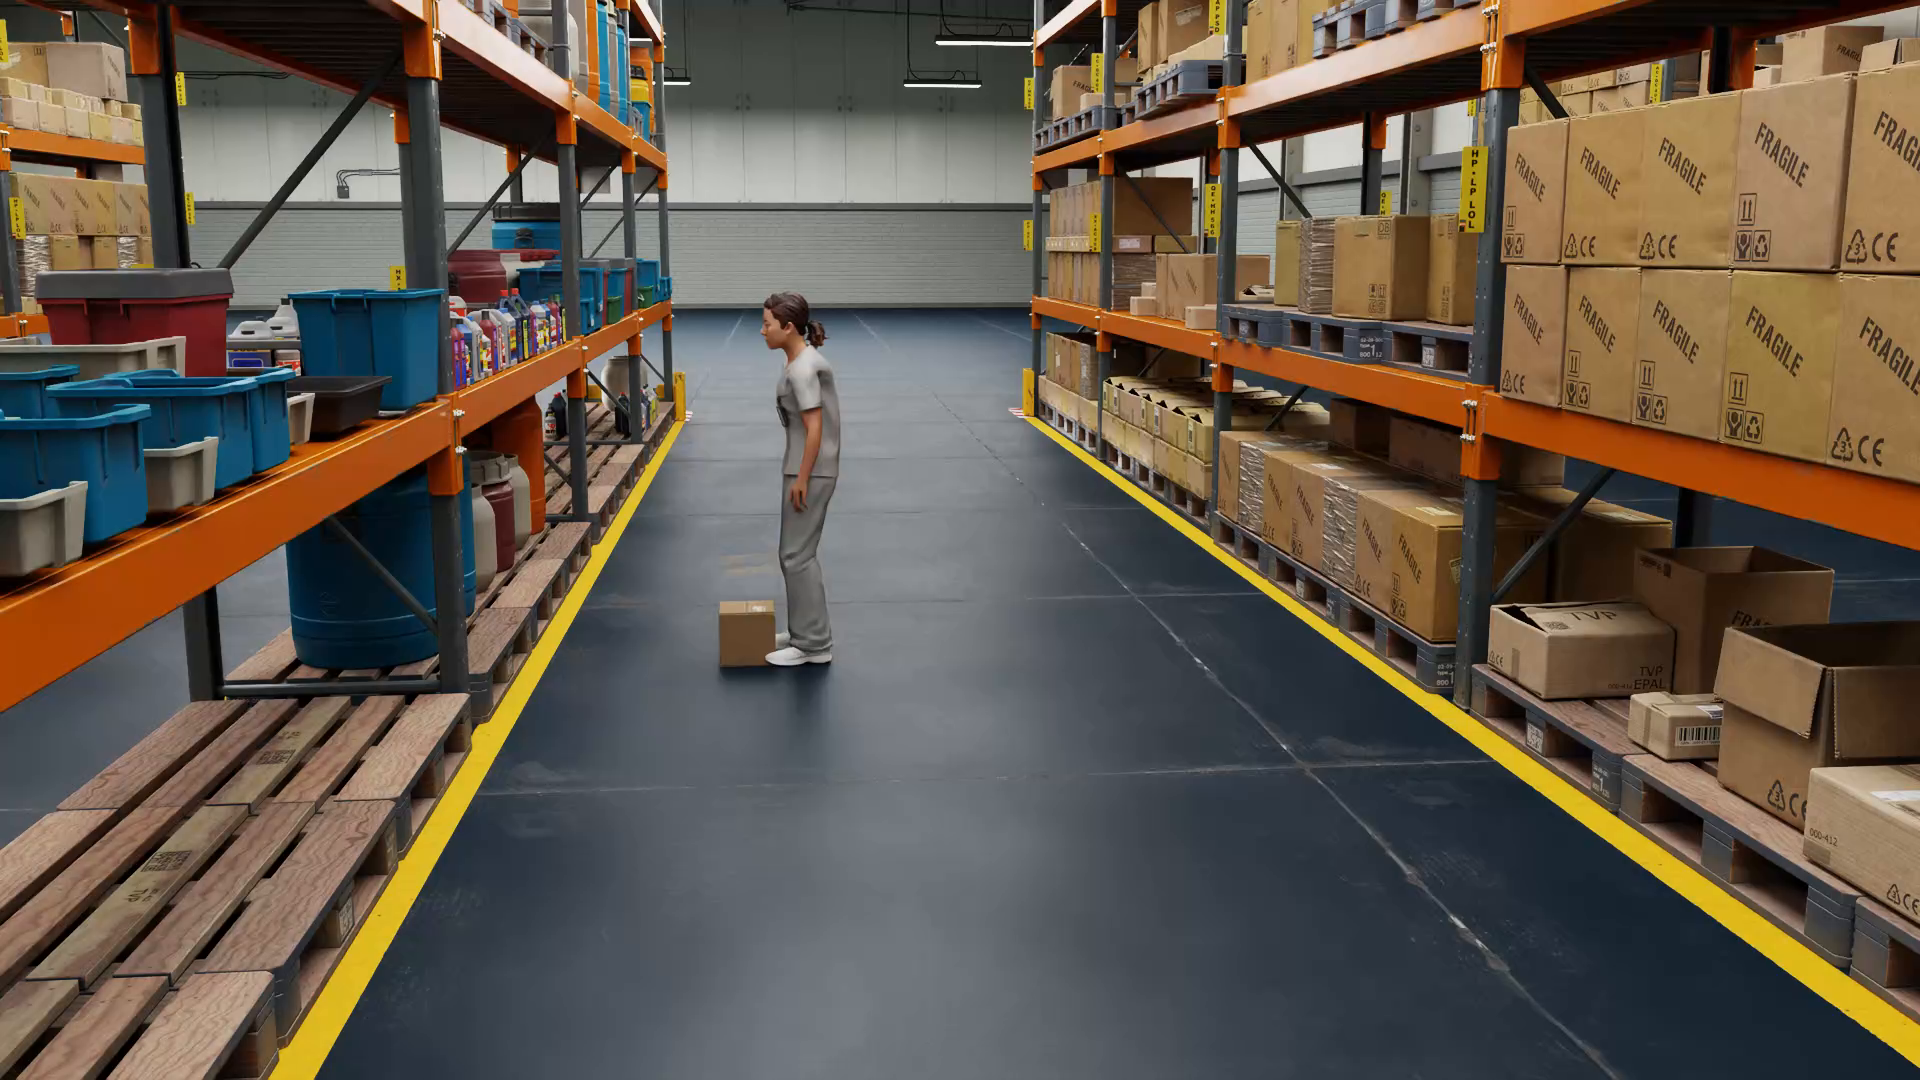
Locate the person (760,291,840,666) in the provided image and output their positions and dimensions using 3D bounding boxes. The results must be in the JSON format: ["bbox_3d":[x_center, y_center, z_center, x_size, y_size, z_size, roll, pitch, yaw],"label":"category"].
[{"bbox_3d":[-0.721,-0.280,7.492,0.362,1.671,0.504,-2,10,-9],"label":"person"}]
